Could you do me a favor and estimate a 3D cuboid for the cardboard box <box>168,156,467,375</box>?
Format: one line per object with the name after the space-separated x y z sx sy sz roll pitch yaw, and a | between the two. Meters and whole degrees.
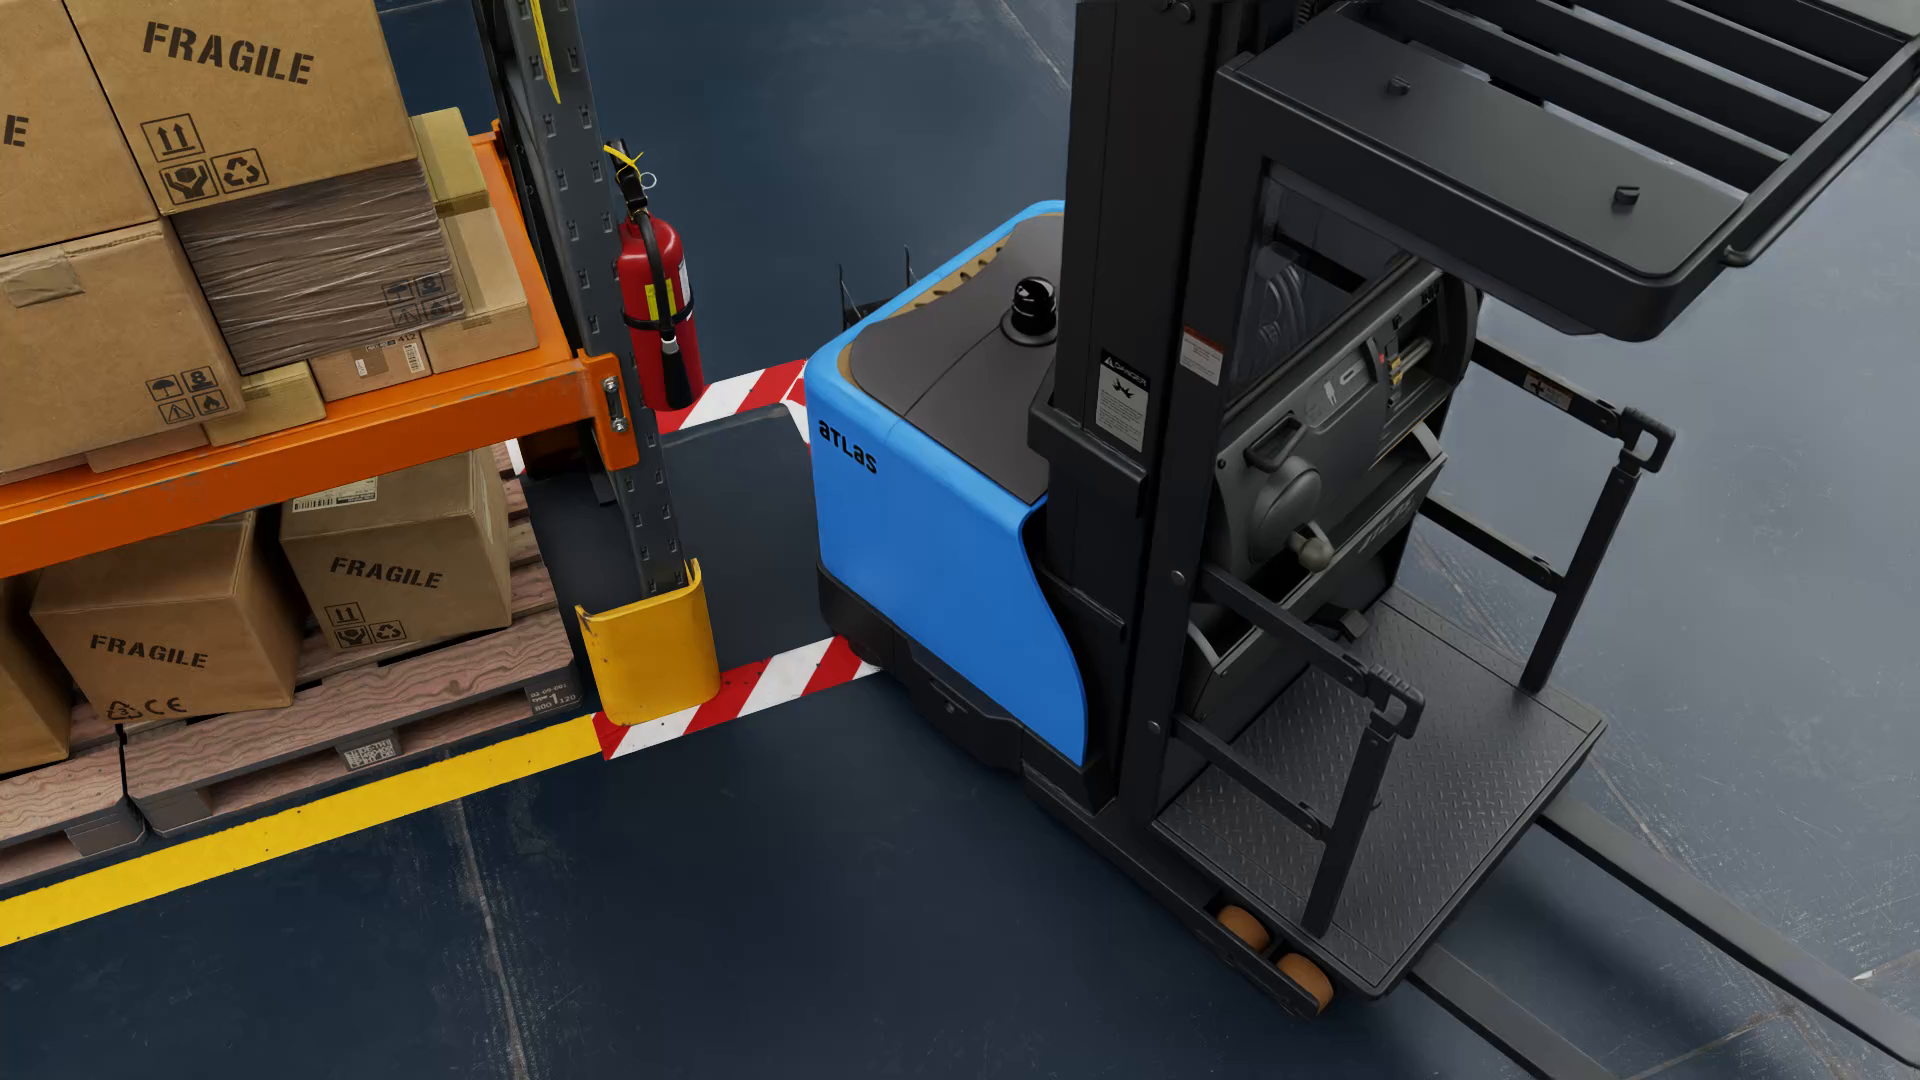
-1.511 -0.897 3.781 0.500 0.500 0.875 -17 52 -14 | cardboard box

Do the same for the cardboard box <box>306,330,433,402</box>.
-1.409 -0.526 3.890 0.250 0.149 0.380 -17 52 -14 | cardboard box

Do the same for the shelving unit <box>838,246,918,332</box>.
-0.208 -0.442 5.036 0.210 0.900 0.258 -17 51 -14 | shelving unit

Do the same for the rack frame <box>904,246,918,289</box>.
-0.113 -0.471 5.061 0.006 0.900 0.240 -17 51 -14 | rack frame

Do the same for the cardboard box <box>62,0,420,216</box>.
-1.407 -1.030 3.236 0.500 0.500 0.500 -17 52 -14 | cardboard box

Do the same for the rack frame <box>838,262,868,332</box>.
-0.302 -0.414 5.012 0.006 0.900 0.240 -17 51 -14 | rack frame

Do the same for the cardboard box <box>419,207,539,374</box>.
-1.177 -0.597 3.951 0.250 0.149 0.380 -17 52 -14 | cardboard box

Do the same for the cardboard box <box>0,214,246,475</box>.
-1.929 -0.669 3.586 0.500 0.500 0.875 -17 52 -14 | cardboard box

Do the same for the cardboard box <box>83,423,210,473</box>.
-1.858 -0.357 3.745 0.250 0.149 0.380 -17 52 -14 | cardboard box

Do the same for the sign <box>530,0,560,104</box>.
-0.800 -0.991 3.152 0.005 0.325 0.100 -17 52 -14 | sign

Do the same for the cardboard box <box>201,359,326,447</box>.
-1.621 -0.418 3.798 0.250 0.149 0.380 -17 52 -14 | cardboard box

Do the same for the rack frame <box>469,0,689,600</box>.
-0.992 -0.906 4.051 0.127 3.000 1.000 -17 52 -14 | rack frame

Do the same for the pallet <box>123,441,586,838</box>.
-1.827 0.232 4.911 1.213 0.211 1.003 -17 52 -14 | pallet

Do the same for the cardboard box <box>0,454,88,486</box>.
-2.105 -0.315 3.709 0.250 0.149 0.380 -17 52 -14 | cardboard box

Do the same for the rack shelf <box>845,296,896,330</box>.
-0.208 -0.596 4.857 0.200 0.077 0.258 -17 51 -14 | rack shelf

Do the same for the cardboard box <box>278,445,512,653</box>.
-1.576 -0.061 4.696 0.500 0.500 0.500 -9 50 -7 | cardboard box

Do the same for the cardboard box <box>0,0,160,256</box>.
-1.868 -0.883 3.110 0.500 0.500 0.500 -17 52 -14 | cardboard box

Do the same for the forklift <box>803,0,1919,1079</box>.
0.996 -0.202 3.492 3.031 2.935 1.130 36 58 27 | forklift

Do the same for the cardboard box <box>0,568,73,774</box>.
-2.703 0.301 4.385 0.500 0.500 0.500 -13 51 -11 | cardboard box

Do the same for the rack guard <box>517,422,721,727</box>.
-1.062 -0.070 4.980 0.348 0.500 1.175 -17 52 -14 | rack guard

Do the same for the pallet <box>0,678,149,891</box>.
-2.955 0.579 4.613 1.213 0.211 1.003 -17 52 -14 | pallet

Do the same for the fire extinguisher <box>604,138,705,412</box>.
-0.711 -0.590 3.830 0.183 0.674 0.296 -17 52 -14 | fire extinguisher

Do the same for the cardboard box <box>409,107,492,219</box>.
-1.346 -0.910 4.220 0.250 0.149 0.380 -17 52 -14 | cardboard box

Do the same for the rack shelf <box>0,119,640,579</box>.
-2.843 -0.098 3.831 4.000 0.370 1.077 -17 52 -14 | rack shelf

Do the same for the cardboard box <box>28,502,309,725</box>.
-2.116 0.134 4.528 0.500 0.500 0.500 -5 50 -5 | cardboard box
